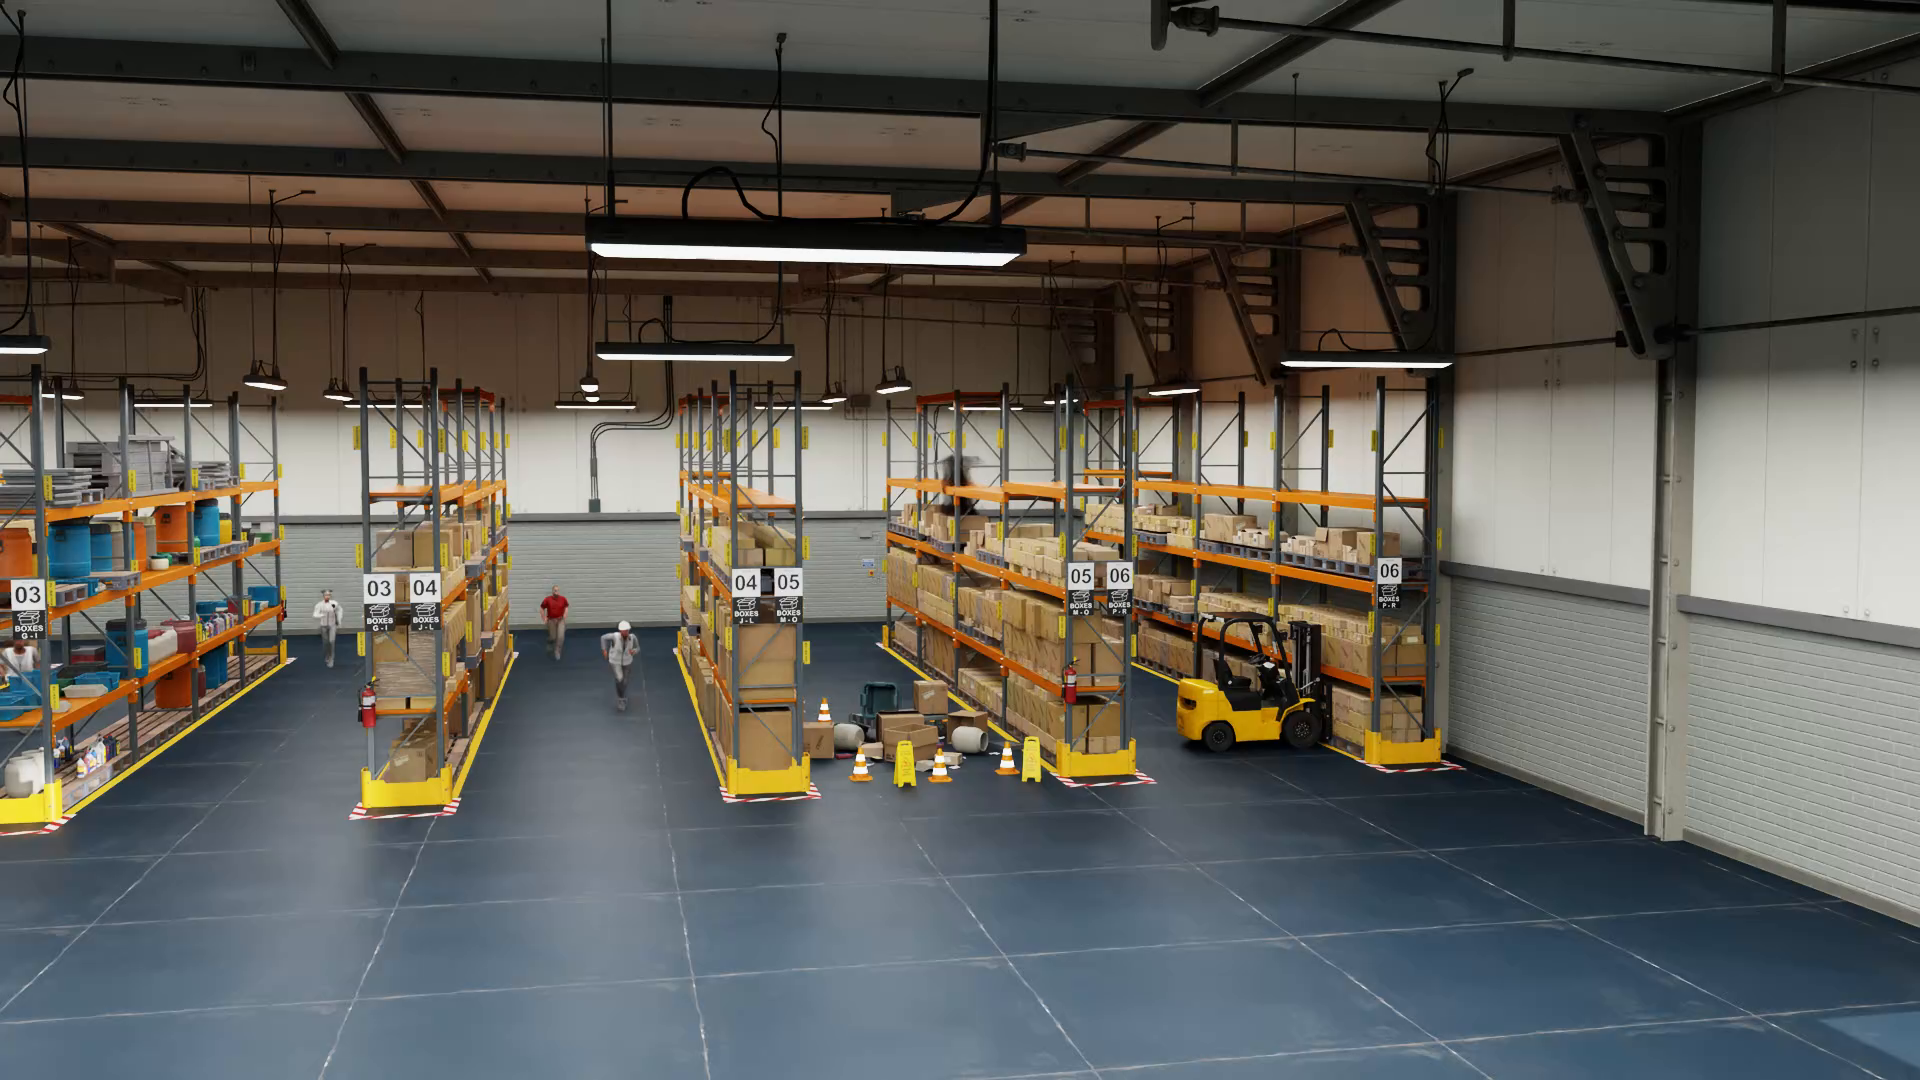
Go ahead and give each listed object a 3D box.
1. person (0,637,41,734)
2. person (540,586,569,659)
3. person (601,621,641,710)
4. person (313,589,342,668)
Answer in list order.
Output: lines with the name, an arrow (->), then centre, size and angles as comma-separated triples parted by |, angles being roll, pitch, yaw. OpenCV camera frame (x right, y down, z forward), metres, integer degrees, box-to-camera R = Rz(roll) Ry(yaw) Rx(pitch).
person -> -16.173, 2.437, 28.634 | 0.685, 1.731, 0.786 | -2, 4, -24
person -> -9.350, 1.895, 38.407 | 0.677, 1.686, 0.636 | -2, 4, -27
person -> -6.364, 2.340, 31.161 | 0.706, 1.718, 0.994 | -1, 4, -21
person -> -14.083, 1.946, 37.051 | 0.561, 1.740, 0.846 | -1, 4, -14
